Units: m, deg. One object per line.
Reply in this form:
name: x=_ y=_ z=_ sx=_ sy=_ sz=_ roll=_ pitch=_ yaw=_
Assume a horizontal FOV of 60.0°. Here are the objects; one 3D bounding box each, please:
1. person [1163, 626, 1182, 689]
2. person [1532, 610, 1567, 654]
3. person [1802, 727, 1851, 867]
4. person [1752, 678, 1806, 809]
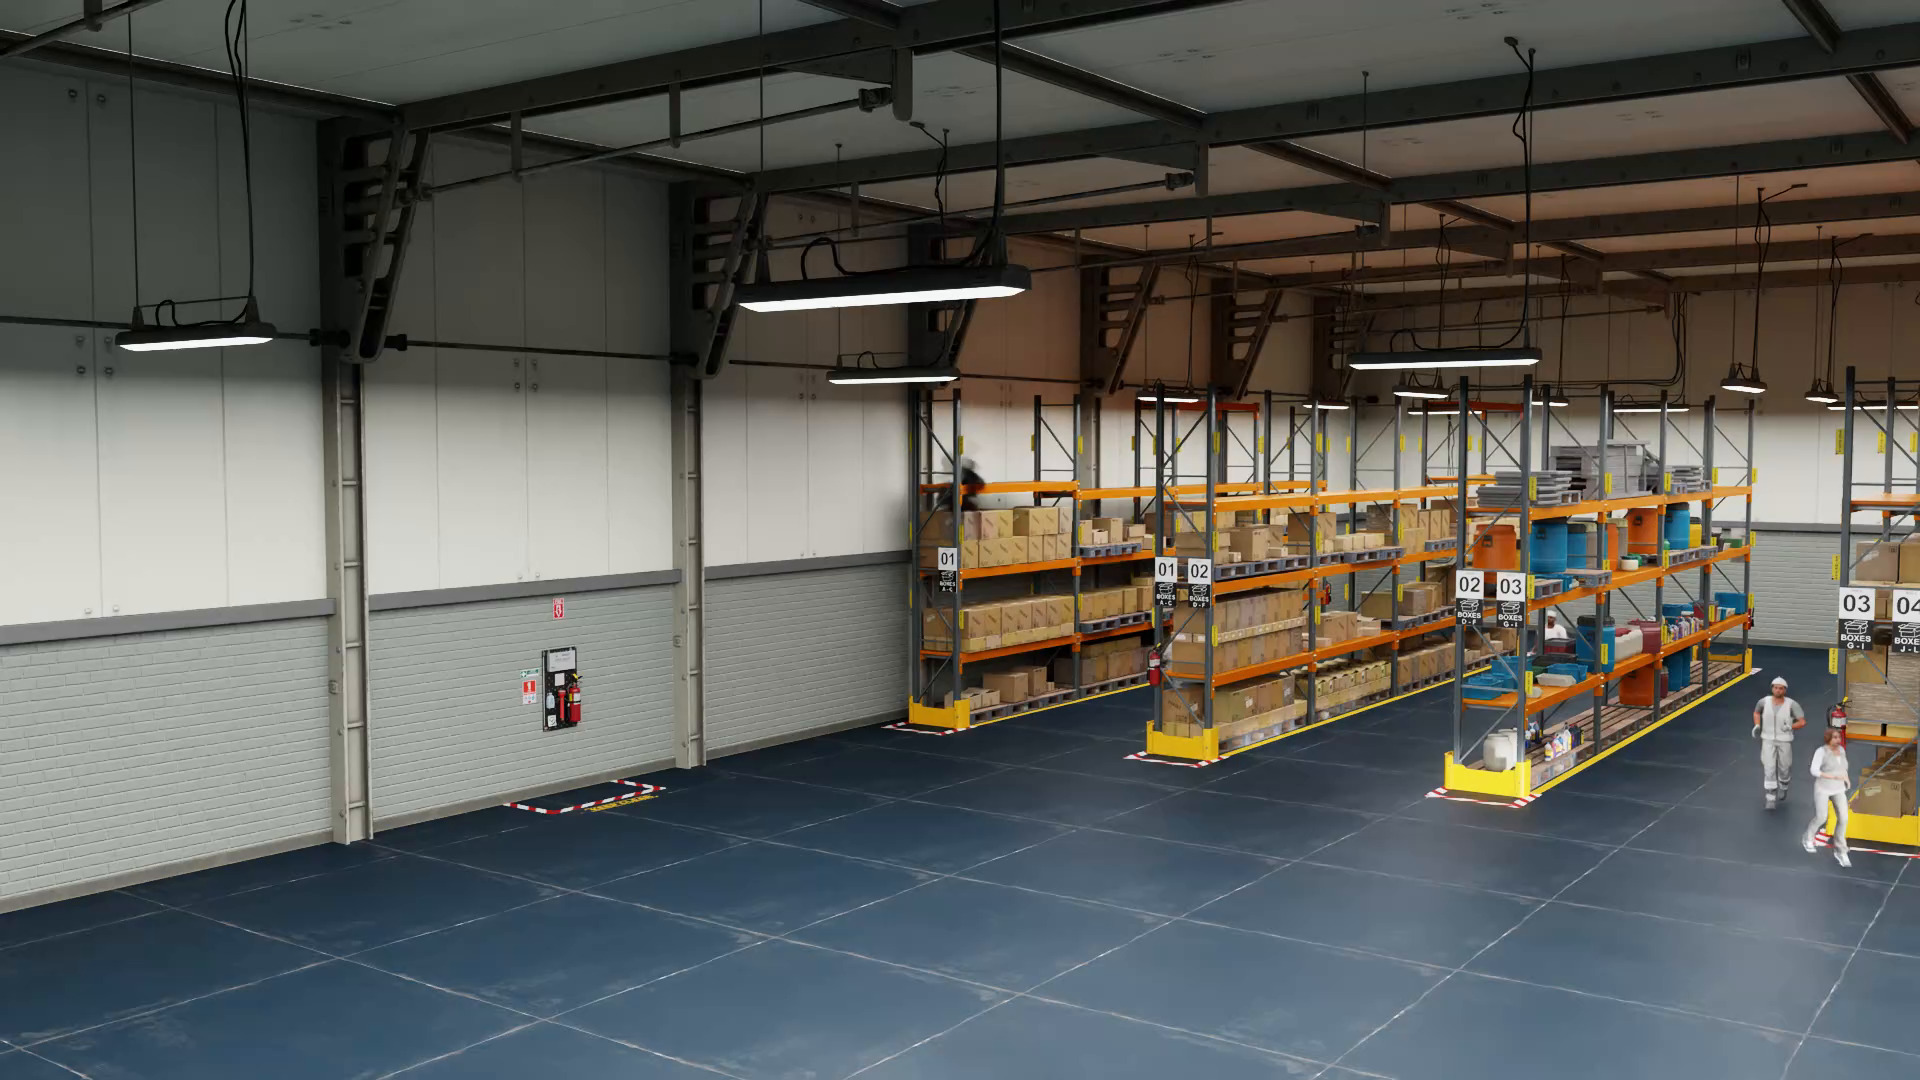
person: x=3.940 y=2.430 z=30.309 sx=0.594 sy=1.740 sz=0.712 roll=2 pitch=4 yaw=35
person: x=11.462 y=2.274 z=32.342 sx=0.674 sy=1.828 sz=0.782 roll=2 pitch=4 yaw=33
person: x=10.454 y=3.066 z=20.009 sx=0.559 sy=1.654 sz=0.721 roll=0 pitch=3 yaw=-7
person: x=11.304 y=2.784 z=22.981 sx=0.673 sy=1.777 sz=0.872 roll=2 pitch=4 yaw=32
